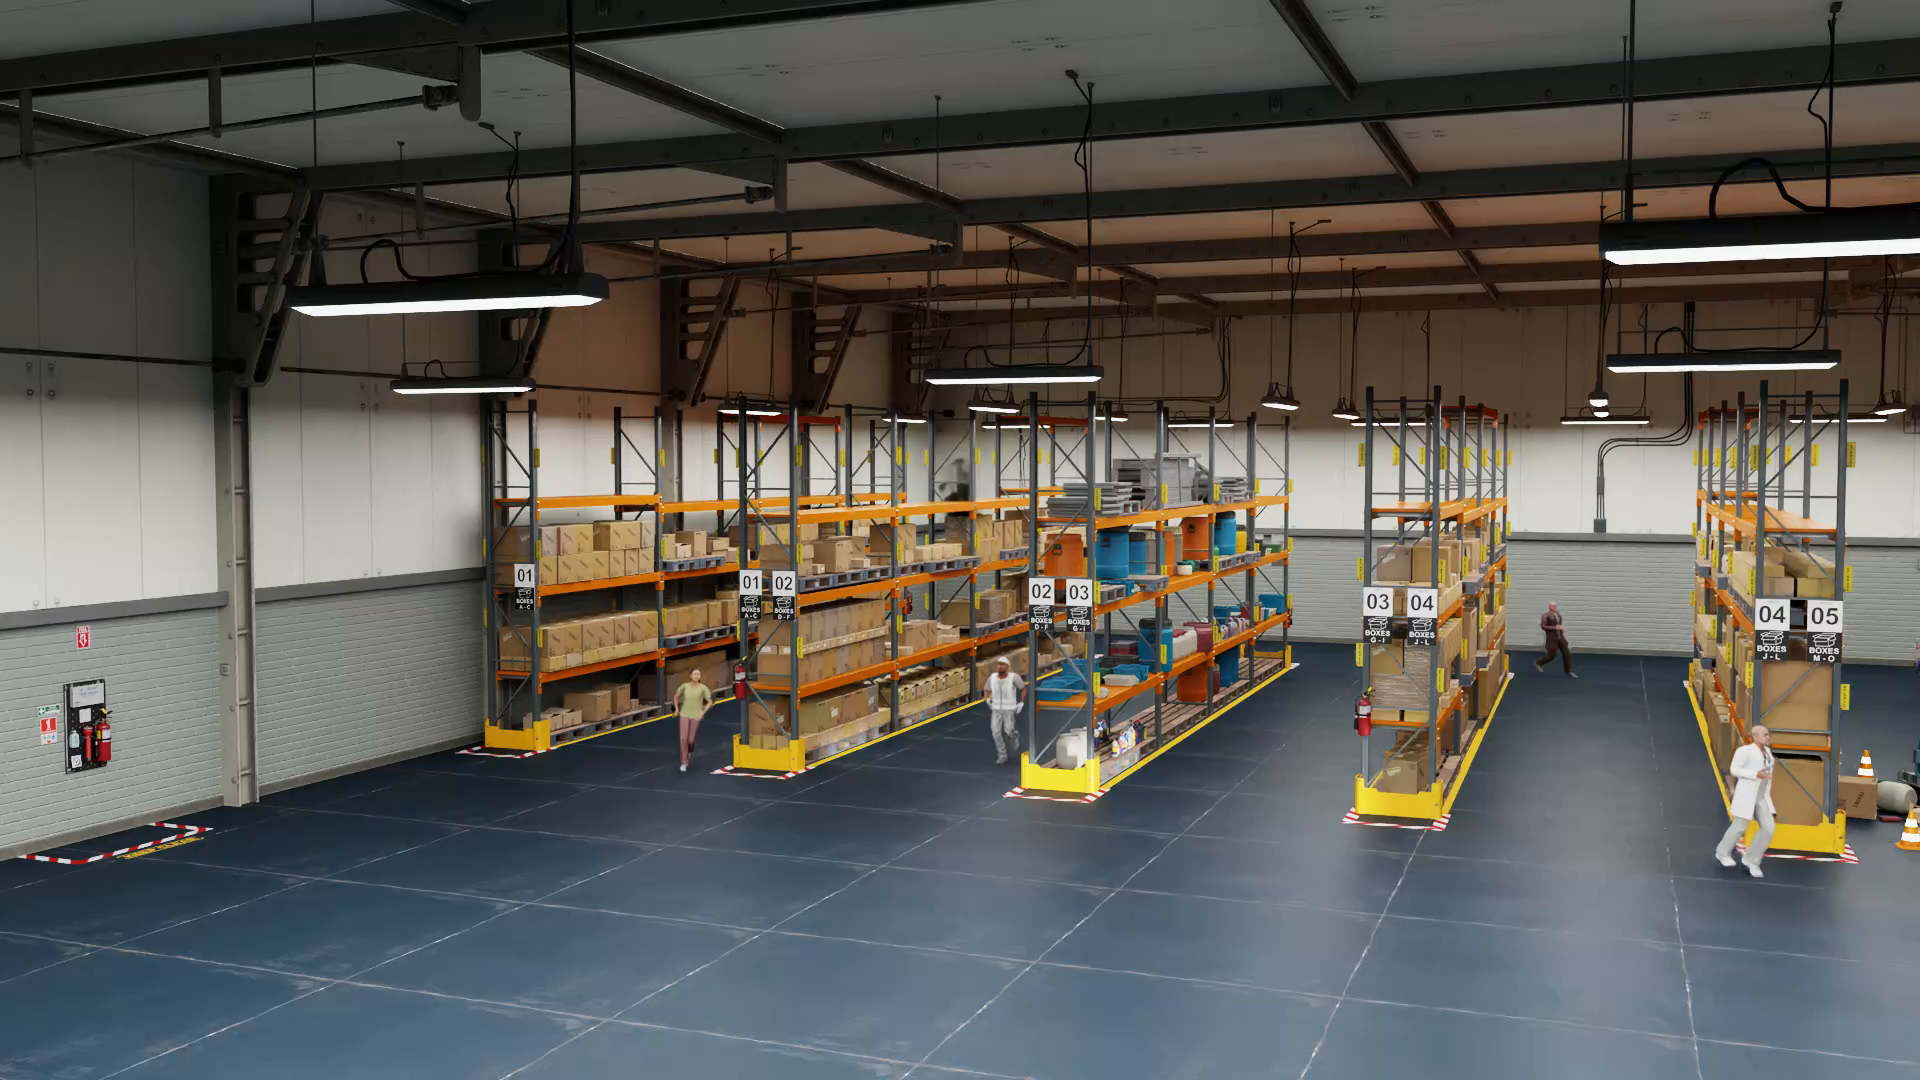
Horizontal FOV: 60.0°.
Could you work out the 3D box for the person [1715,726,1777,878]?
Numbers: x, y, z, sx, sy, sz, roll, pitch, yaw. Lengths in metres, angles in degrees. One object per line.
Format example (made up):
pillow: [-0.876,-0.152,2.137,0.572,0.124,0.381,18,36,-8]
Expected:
person: [9.595,3.144,20.097,0.713,1.814,0.795,-1,3,-13]

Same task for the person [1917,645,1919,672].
person: [21.003,2.439,36.000,0.528,1.615,0.645,2,3,33]

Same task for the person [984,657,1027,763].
person: [0.714,2.789,27.393,0.697,1.736,0.623,1,3,16]

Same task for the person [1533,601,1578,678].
person: [13.574,2.370,38.078,0.730,1.562,0.997,-2,3,-29]

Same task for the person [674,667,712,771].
person: [-4.320,2.870,26.871,0.624,1.641,0.608,0,3,-2]
